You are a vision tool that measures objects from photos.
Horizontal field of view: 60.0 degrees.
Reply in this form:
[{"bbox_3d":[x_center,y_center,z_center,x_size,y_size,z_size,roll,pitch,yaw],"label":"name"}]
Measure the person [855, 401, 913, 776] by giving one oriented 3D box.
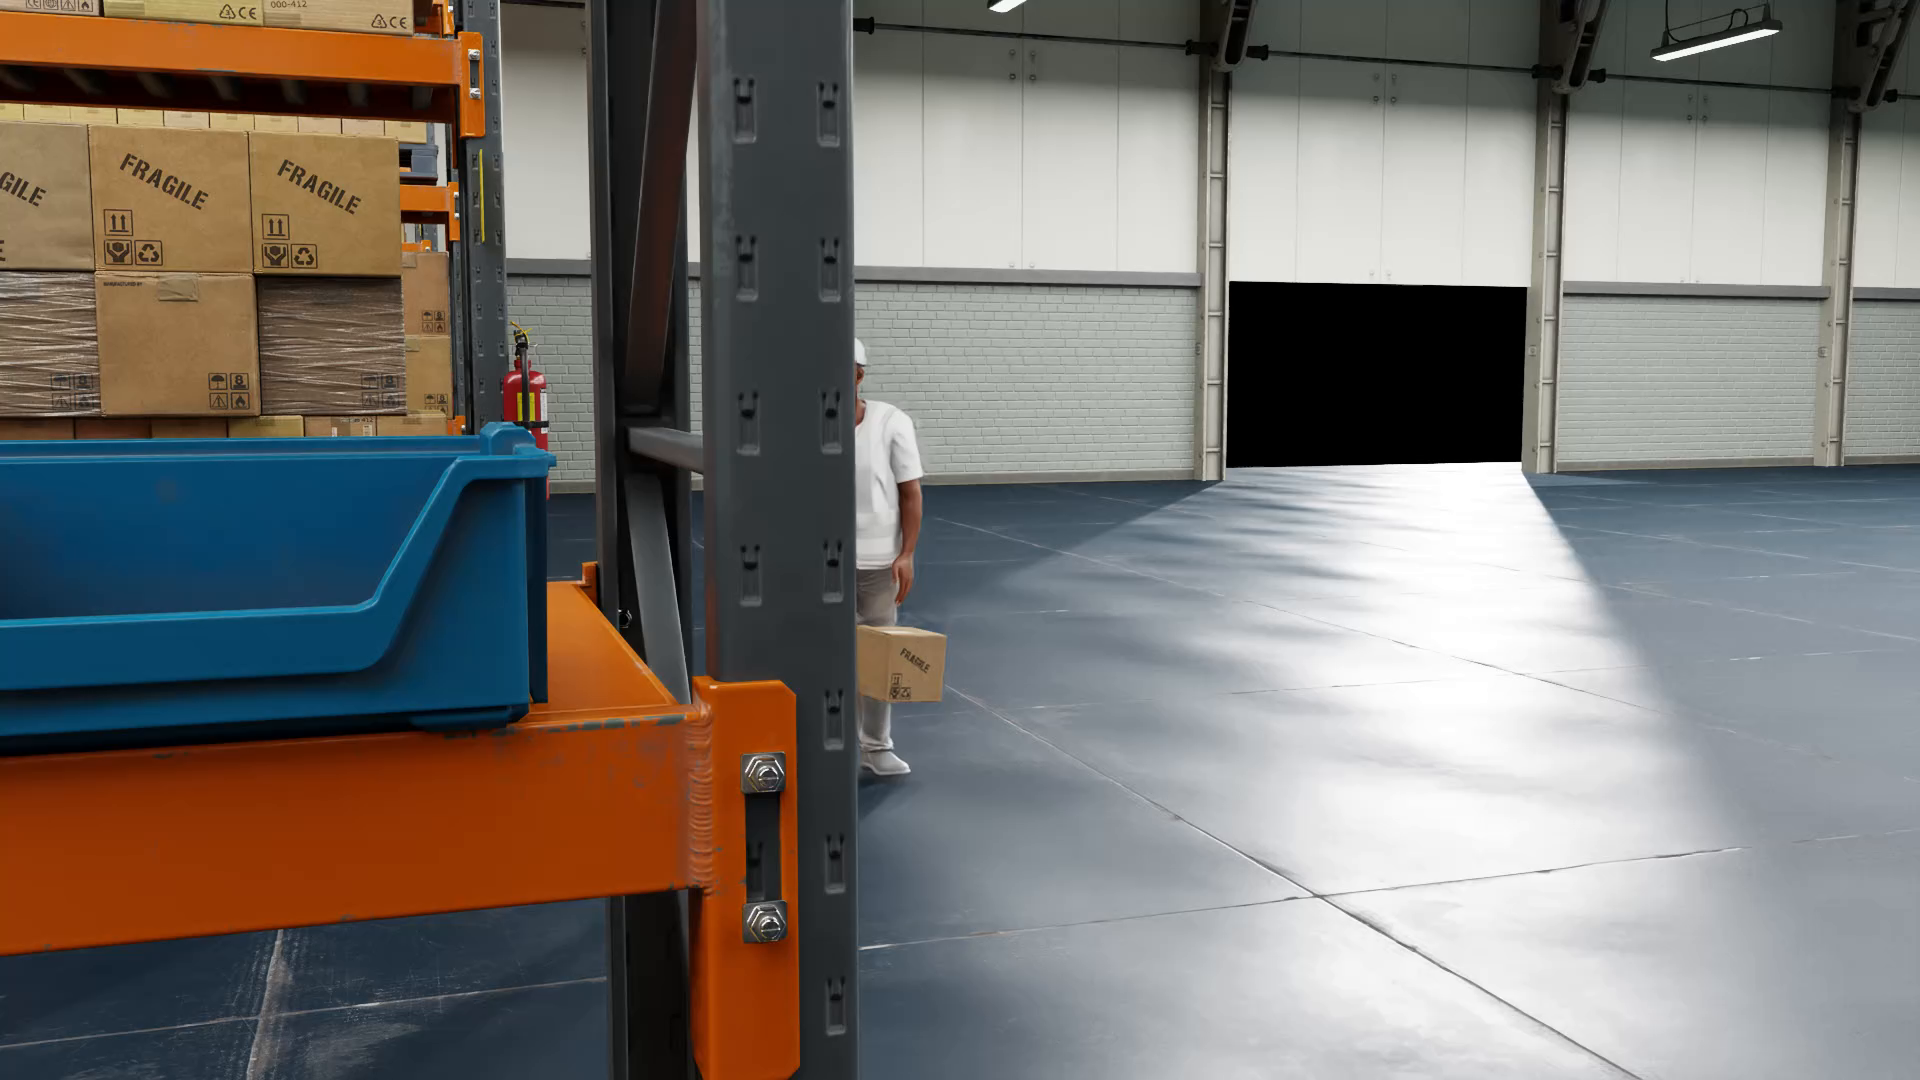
[{"bbox_3d":[-0.461,0.088,6.367,0.581,1.754,0.579,1,6,7],"label":"person"}]
